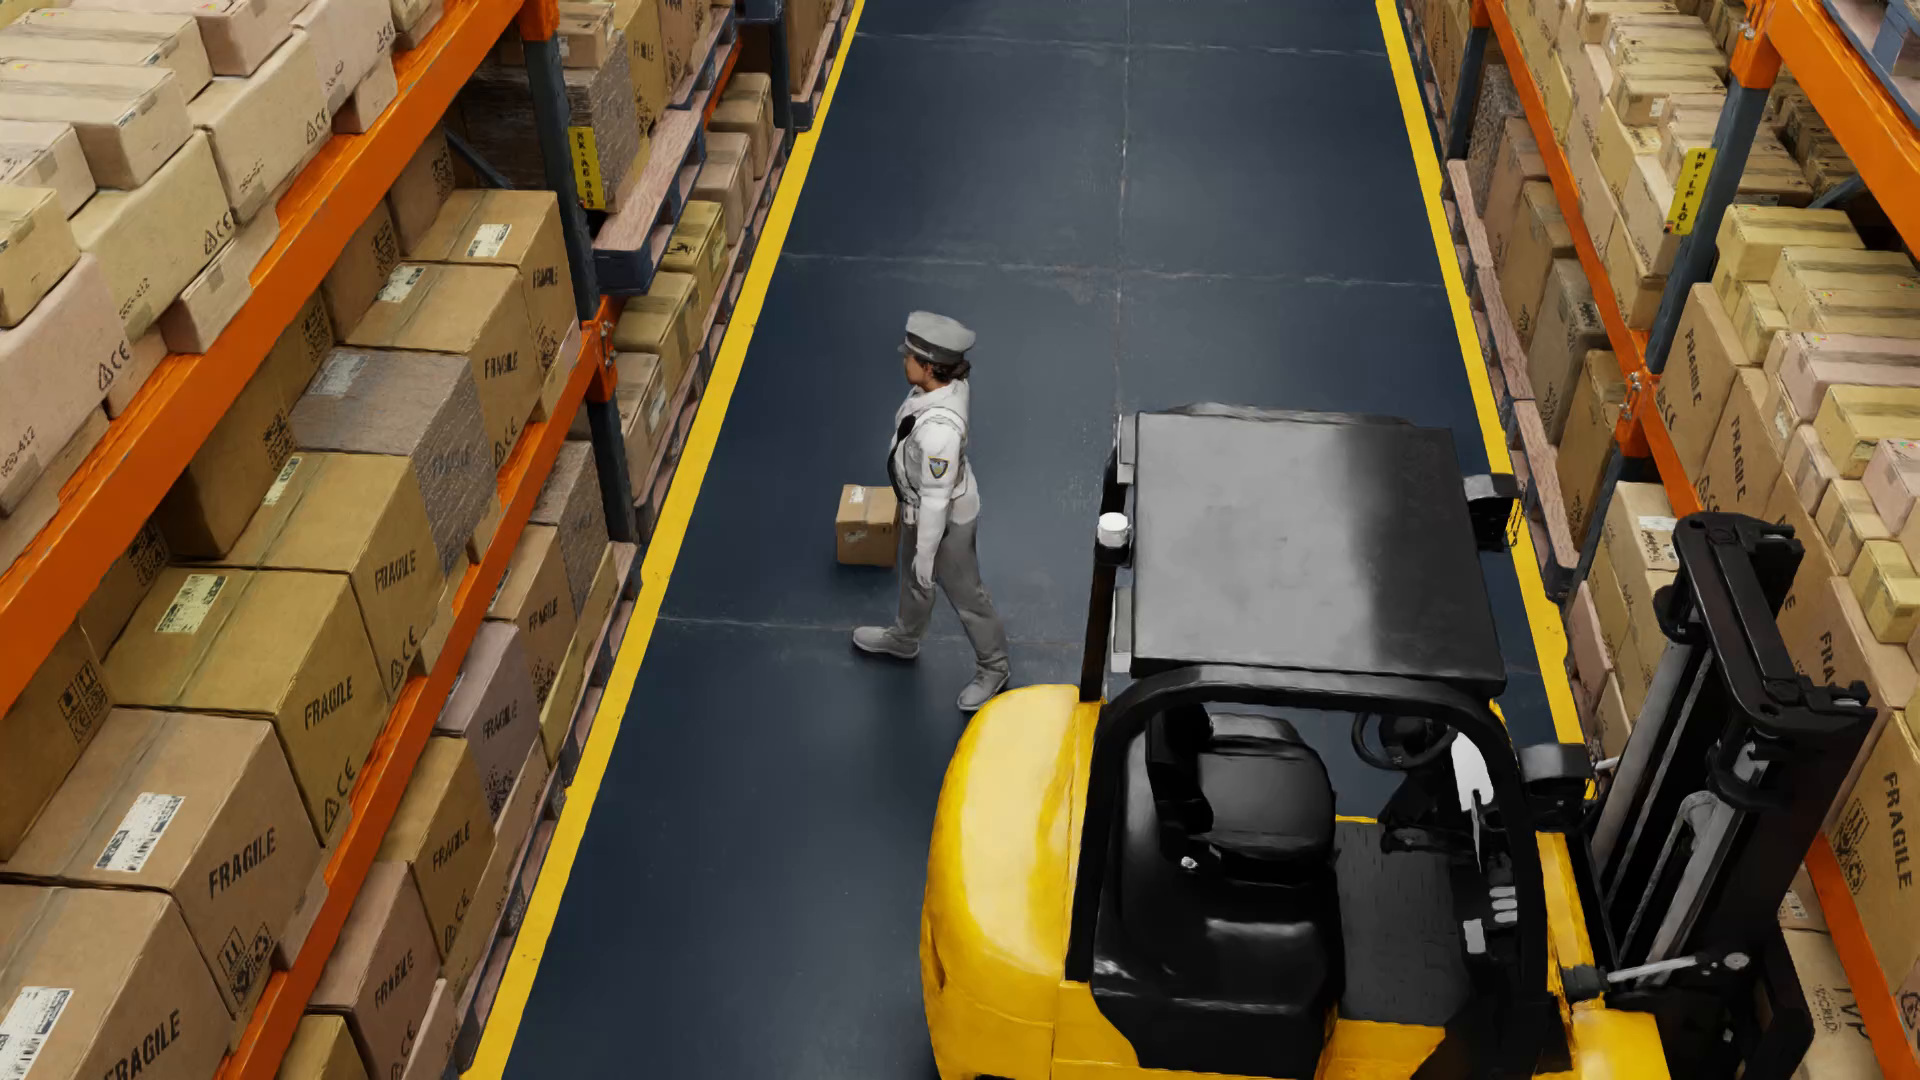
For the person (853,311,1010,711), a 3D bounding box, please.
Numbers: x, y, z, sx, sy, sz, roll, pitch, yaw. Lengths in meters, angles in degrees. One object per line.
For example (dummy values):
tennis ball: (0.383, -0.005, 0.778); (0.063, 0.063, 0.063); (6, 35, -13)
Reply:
person: (-0.123, -0.148, 6.299); (0.635, 1.660, 0.680); (-2, 40, -2)
